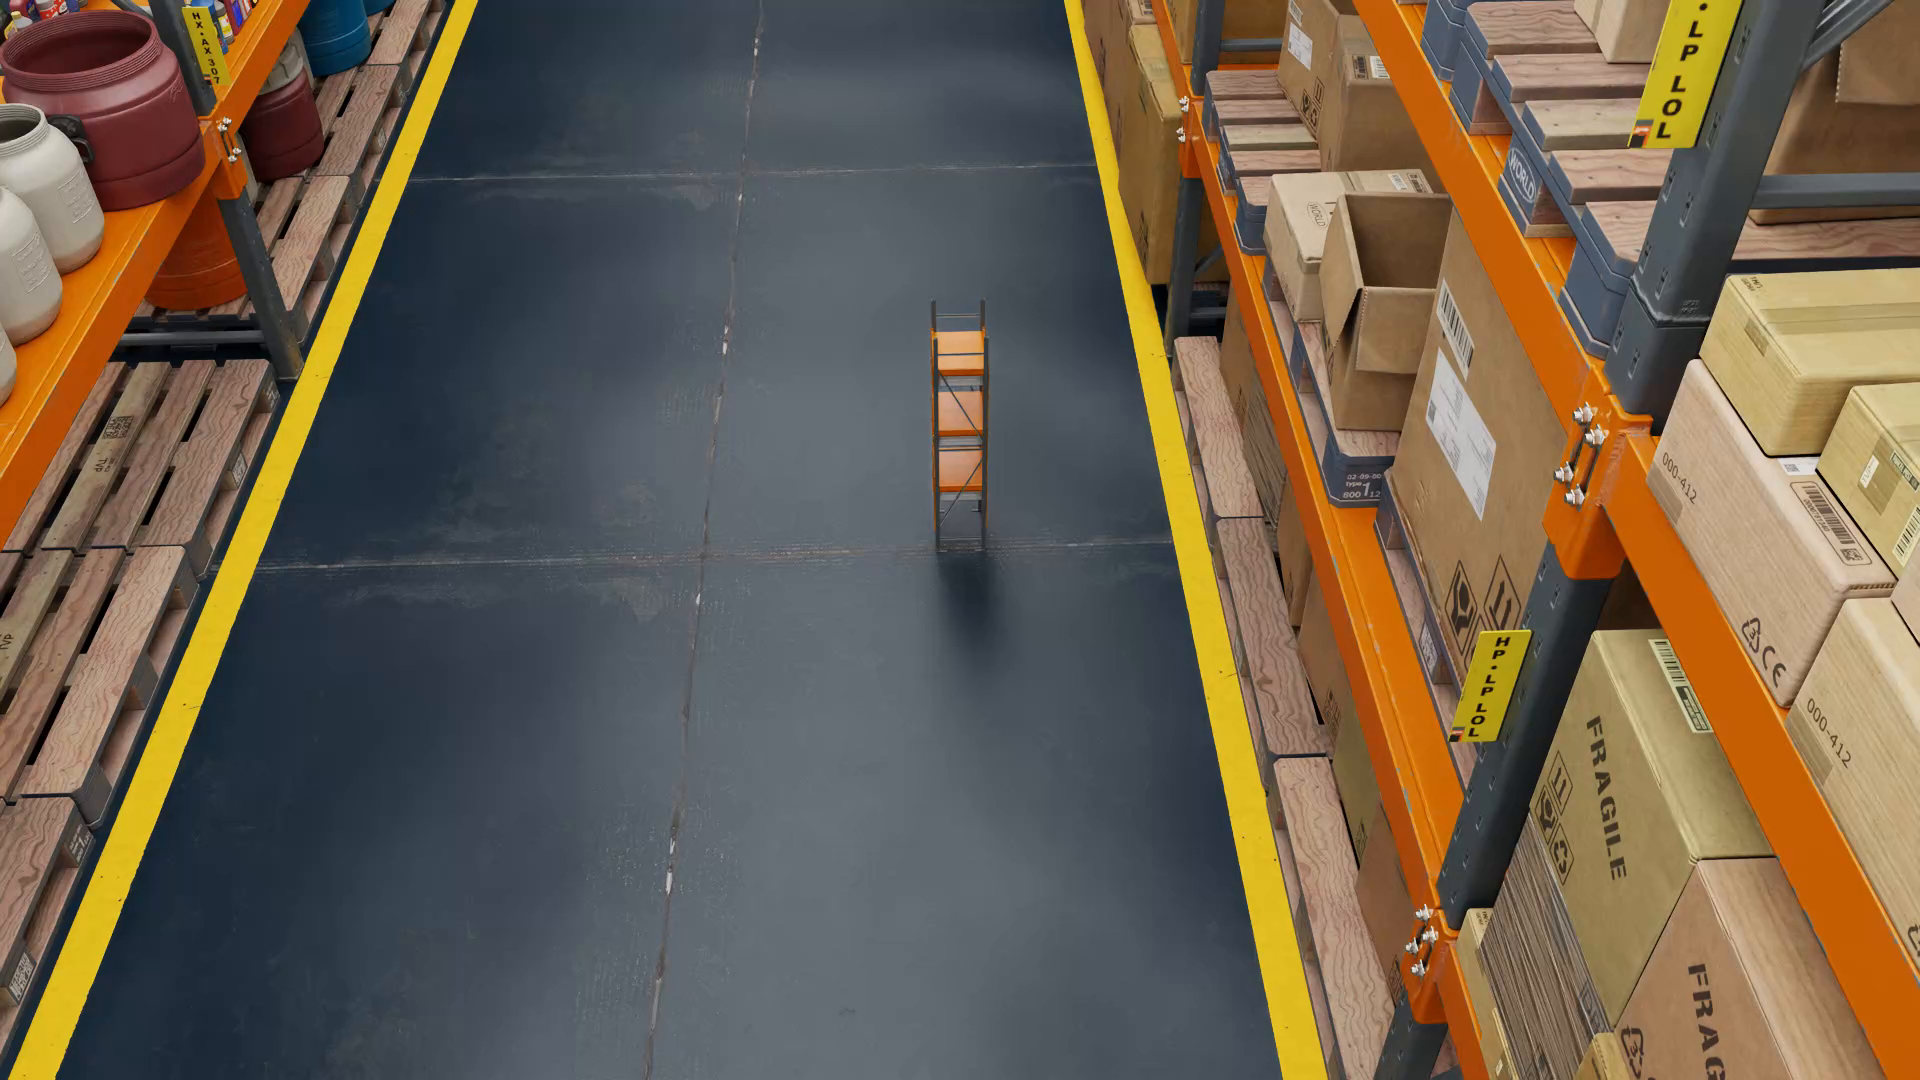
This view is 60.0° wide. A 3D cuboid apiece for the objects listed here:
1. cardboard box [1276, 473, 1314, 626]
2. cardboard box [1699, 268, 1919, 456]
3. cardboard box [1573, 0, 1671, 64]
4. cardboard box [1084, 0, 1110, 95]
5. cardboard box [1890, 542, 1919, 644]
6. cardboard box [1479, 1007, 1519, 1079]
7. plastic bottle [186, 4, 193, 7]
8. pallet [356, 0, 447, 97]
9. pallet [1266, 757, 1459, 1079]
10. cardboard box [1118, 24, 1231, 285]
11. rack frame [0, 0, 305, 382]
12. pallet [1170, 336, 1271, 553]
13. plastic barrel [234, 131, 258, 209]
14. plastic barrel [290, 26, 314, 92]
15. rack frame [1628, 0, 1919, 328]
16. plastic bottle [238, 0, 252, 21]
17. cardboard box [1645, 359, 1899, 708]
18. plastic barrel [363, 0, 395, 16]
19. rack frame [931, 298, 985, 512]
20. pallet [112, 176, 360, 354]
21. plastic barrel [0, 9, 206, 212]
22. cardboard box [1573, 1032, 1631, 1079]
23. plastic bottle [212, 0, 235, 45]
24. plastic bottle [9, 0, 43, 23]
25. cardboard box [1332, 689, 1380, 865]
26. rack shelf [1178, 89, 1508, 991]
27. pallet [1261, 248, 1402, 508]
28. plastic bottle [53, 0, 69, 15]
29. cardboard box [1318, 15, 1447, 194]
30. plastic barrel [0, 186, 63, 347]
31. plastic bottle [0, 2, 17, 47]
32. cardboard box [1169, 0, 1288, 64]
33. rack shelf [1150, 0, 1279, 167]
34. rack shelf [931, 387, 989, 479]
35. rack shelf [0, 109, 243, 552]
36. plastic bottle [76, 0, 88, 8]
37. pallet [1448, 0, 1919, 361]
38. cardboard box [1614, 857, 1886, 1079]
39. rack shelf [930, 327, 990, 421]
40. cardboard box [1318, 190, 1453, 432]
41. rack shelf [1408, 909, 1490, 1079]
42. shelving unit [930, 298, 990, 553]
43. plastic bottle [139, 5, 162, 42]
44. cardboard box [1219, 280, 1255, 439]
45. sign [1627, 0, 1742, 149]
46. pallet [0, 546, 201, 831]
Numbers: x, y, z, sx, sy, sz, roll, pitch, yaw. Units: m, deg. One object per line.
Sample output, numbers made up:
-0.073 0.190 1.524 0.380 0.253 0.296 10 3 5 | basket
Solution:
1.564 -0.026 6.083 0.700 0.500 0.500 2 43 2 | cardboard box
1.324 -0.263 2.413 0.380 0.149 0.250 -3 43 -3 | cardboard box
1.478 -1.136 3.339 0.396 0.266 0.258 0 43 0 | cardboard box
1.364 -3.031 9.099 1.225 0.875 0.875 -3 43 -3 | cardboard box
1.394 0.099 2.018 0.380 0.149 0.250 -1 43 -1 | cardboard box
1.324 1.122 3.492 0.380 0.149 0.250 -2 43 -2 | cardboard box
-3.196 -2.108 6.921 0.152 0.276 0.135 -2 43 -2 | plastic bottle
-3.679 -3.002 9.869 1.003 0.211 1.213 -2 43 -2 | pallet
1.584 1.209 5.275 1.003 0.211 1.213 -2 43 -2 | pallet
1.440 -1.832 7.790 1.225 0.875 0.875 -3 43 -4 | cardboard box
-3.500 -1.852 6.550 1.000 3.000 0.127 -2 43 -2 | rack frame
1.480 -0.438 7.072 1.003 0.211 1.213 -2 43 -2 | pallet
-3.651 -1.798 8.022 0.421 0.512 0.421 0 43 0 | plastic barrel
-3.699 -2.560 8.854 0.421 0.512 0.421 0 43 0 | plastic barrel
1.618 -1.505 1.732 1.000 3.000 0.127 -2 43 -2 | rack frame
-3.215 -2.420 7.262 0.152 0.276 0.135 -2 43 -2 | plastic bottle
1.382 -0.033 2.457 0.500 0.250 0.500 -3 43 -3 | cardboard box
-3.664 -3.566 9.662 0.600 0.901 0.708 -2 43 -2 | plastic barrel
-0.007 -0.505 6.525 0.200 1.050 0.008 -2 43 -2 | rack frame
-3.575 -1.355 8.072 1.003 0.211 1.213 -2 43 -2 | pallet
-3.178 -1.597 6.172 0.600 0.536 0.708 -2 43 -2 | plastic barrel
1.562 1.204 2.922 0.875 0.500 0.500 -2 43 -2 | cardboard box
-3.177 -2.225 7.104 0.097 0.201 0.097 0 43 0 | plastic bottle
-3.953 -2.225 7.044 0.061 0.283 0.133 -2 43 -2 | plastic bottle
1.612 0.728 5.260 0.700 0.500 0.500 -2 43 -2 | cardboard box
1.533 -0.379 5.476 1.077 0.370 4.000 -2 43 -2 | rack shelf
1.573 -0.588 5.314 1.003 0.211 1.213 -2 43 -2 | pallet
-3.944 -2.339 7.229 0.097 0.201 0.097 0 43 0 | plastic bottle
1.635 -1.448 5.725 0.700 0.500 0.500 4 43 5 | cardboard box
-3.225 -0.920 5.451 0.421 0.512 0.421 0 43 0 | plastic barrel
-3.944 -2.070 6.874 0.061 0.283 0.133 -2 43 -2 | plastic bottle
1.180 -2.357 7.027 0.500 0.500 0.500 0 43 0 | cardboard box
1.363 -3.079 8.422 1.077 0.370 4.000 -2 43 -2 | rack shelf
-0.002 -0.415 6.442 0.215 0.259 0.240 -2 43 -2 | rack shelf
-3.415 -0.236 5.320 1.077 0.370 4.000 -2 43 -2 | rack shelf
-3.952 -2.471 7.373 0.097 0.201 0.097 0 43 0 | plastic bottle
1.698 -0.750 3.267 1.213 0.211 1.003 -2 43 -2 | pallet
1.406 0.840 2.580 0.500 0.500 0.500 -2 43 -2 | cardboard box
-0.002 -0.625 6.250 0.215 0.259 0.240 -2 43 -2 | rack shelf
1.452 -0.654 4.857 0.797 0.503 0.637 2 43 3 | cardboard box
1.703 2.322 2.530 1.077 0.370 4.000 -2 43 -2 | rack shelf
-0.002 -0.423 6.435 0.215 1.050 0.252 -2 43 -2 | shelving unit
-3.348 -2.103 6.916 0.152 0.276 0.135 -2 43 -2 | plastic bottle
1.497 -0.783 6.909 0.700 0.500 0.500 -4 43 -4 | cardboard box
1.064 -0.717 2.418 0.100 0.325 0.005 -2 43 -2 | sign
-3.457 0.522 6.025 1.003 0.211 1.213 -2 43 -2 | pallet
